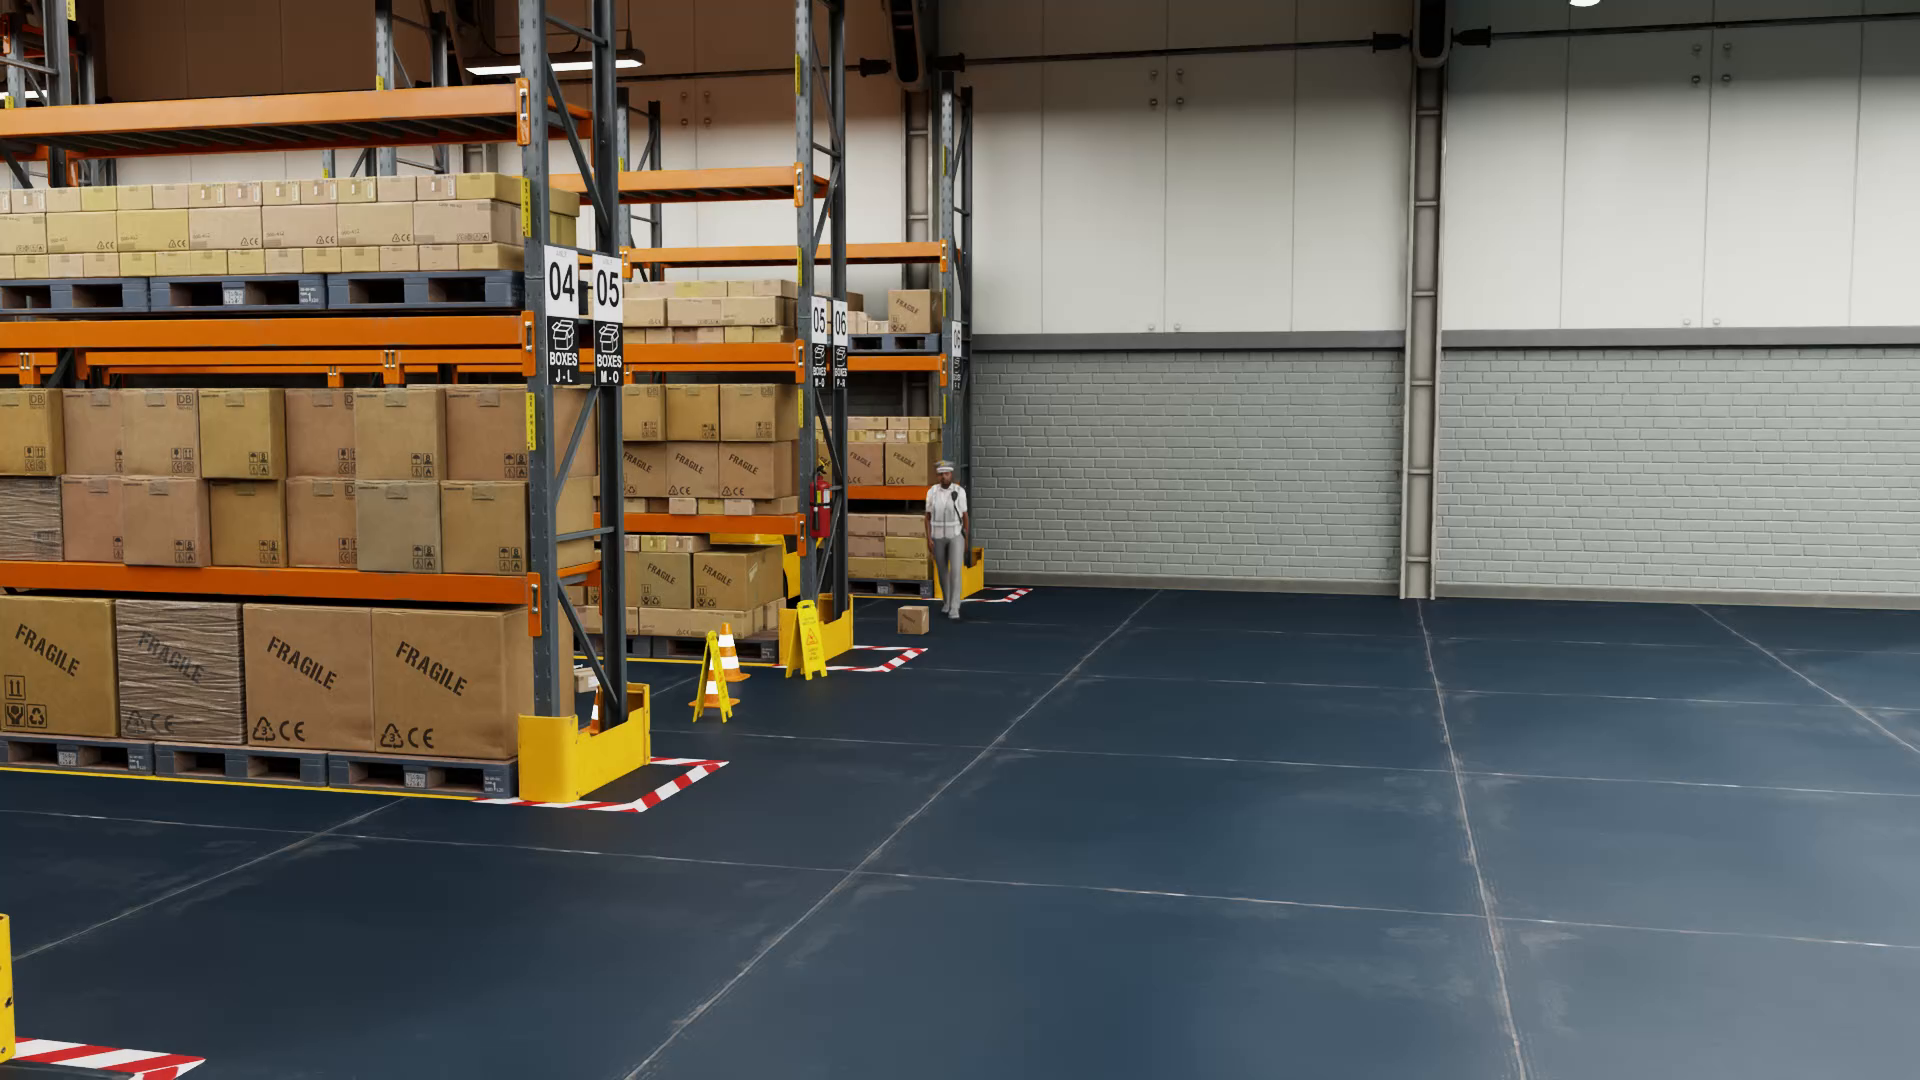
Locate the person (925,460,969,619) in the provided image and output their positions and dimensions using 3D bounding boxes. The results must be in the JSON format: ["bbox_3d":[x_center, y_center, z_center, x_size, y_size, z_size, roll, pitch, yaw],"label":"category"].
[{"bbox_3d":[-0.147,-0.019,17.482,0.463,1.642,0.893,1,5,13],"label":"person"}]
